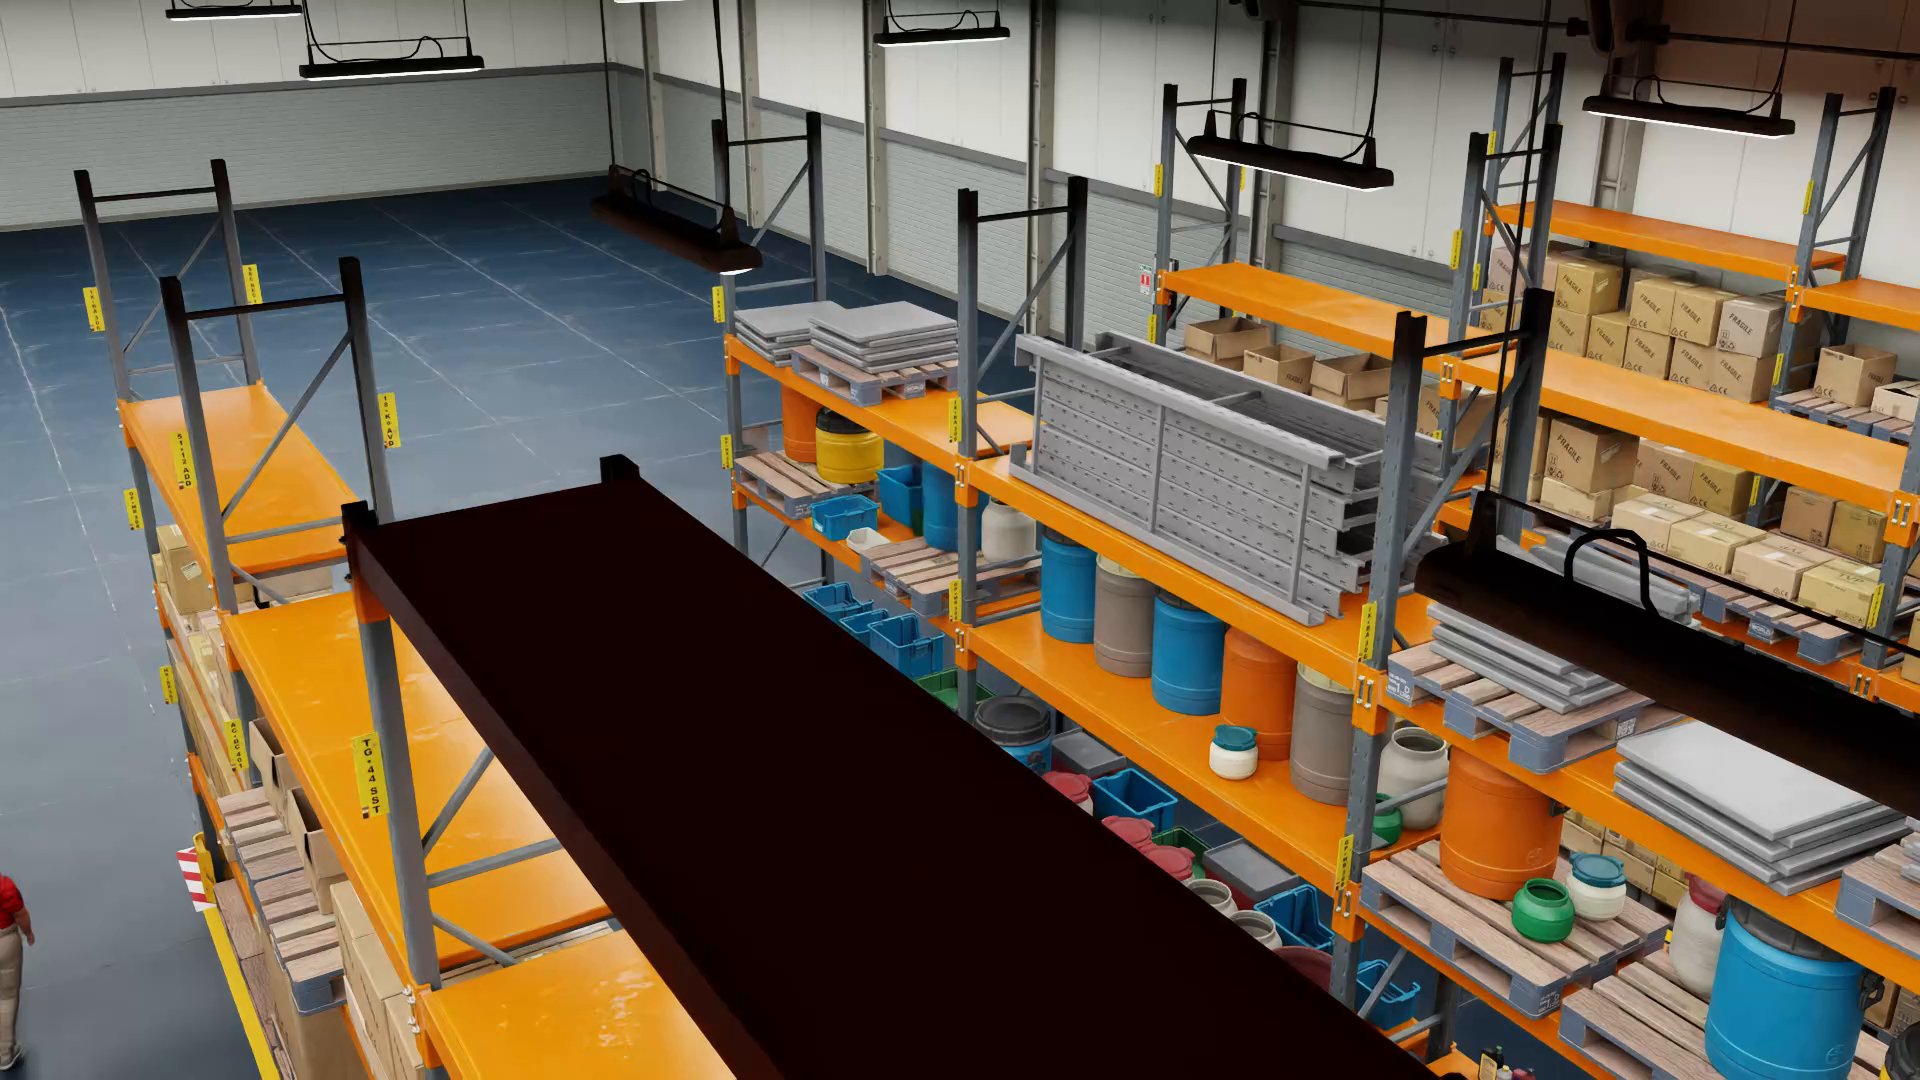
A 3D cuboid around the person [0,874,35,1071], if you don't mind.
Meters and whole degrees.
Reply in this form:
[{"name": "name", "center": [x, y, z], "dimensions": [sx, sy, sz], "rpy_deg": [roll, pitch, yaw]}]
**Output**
[{"name": "person", "center": [-6.929, 2.857, 11.937], "dimensions": [0.593, 1.690, 0.884], "rpy_deg": [-2, 22, -4]}]
